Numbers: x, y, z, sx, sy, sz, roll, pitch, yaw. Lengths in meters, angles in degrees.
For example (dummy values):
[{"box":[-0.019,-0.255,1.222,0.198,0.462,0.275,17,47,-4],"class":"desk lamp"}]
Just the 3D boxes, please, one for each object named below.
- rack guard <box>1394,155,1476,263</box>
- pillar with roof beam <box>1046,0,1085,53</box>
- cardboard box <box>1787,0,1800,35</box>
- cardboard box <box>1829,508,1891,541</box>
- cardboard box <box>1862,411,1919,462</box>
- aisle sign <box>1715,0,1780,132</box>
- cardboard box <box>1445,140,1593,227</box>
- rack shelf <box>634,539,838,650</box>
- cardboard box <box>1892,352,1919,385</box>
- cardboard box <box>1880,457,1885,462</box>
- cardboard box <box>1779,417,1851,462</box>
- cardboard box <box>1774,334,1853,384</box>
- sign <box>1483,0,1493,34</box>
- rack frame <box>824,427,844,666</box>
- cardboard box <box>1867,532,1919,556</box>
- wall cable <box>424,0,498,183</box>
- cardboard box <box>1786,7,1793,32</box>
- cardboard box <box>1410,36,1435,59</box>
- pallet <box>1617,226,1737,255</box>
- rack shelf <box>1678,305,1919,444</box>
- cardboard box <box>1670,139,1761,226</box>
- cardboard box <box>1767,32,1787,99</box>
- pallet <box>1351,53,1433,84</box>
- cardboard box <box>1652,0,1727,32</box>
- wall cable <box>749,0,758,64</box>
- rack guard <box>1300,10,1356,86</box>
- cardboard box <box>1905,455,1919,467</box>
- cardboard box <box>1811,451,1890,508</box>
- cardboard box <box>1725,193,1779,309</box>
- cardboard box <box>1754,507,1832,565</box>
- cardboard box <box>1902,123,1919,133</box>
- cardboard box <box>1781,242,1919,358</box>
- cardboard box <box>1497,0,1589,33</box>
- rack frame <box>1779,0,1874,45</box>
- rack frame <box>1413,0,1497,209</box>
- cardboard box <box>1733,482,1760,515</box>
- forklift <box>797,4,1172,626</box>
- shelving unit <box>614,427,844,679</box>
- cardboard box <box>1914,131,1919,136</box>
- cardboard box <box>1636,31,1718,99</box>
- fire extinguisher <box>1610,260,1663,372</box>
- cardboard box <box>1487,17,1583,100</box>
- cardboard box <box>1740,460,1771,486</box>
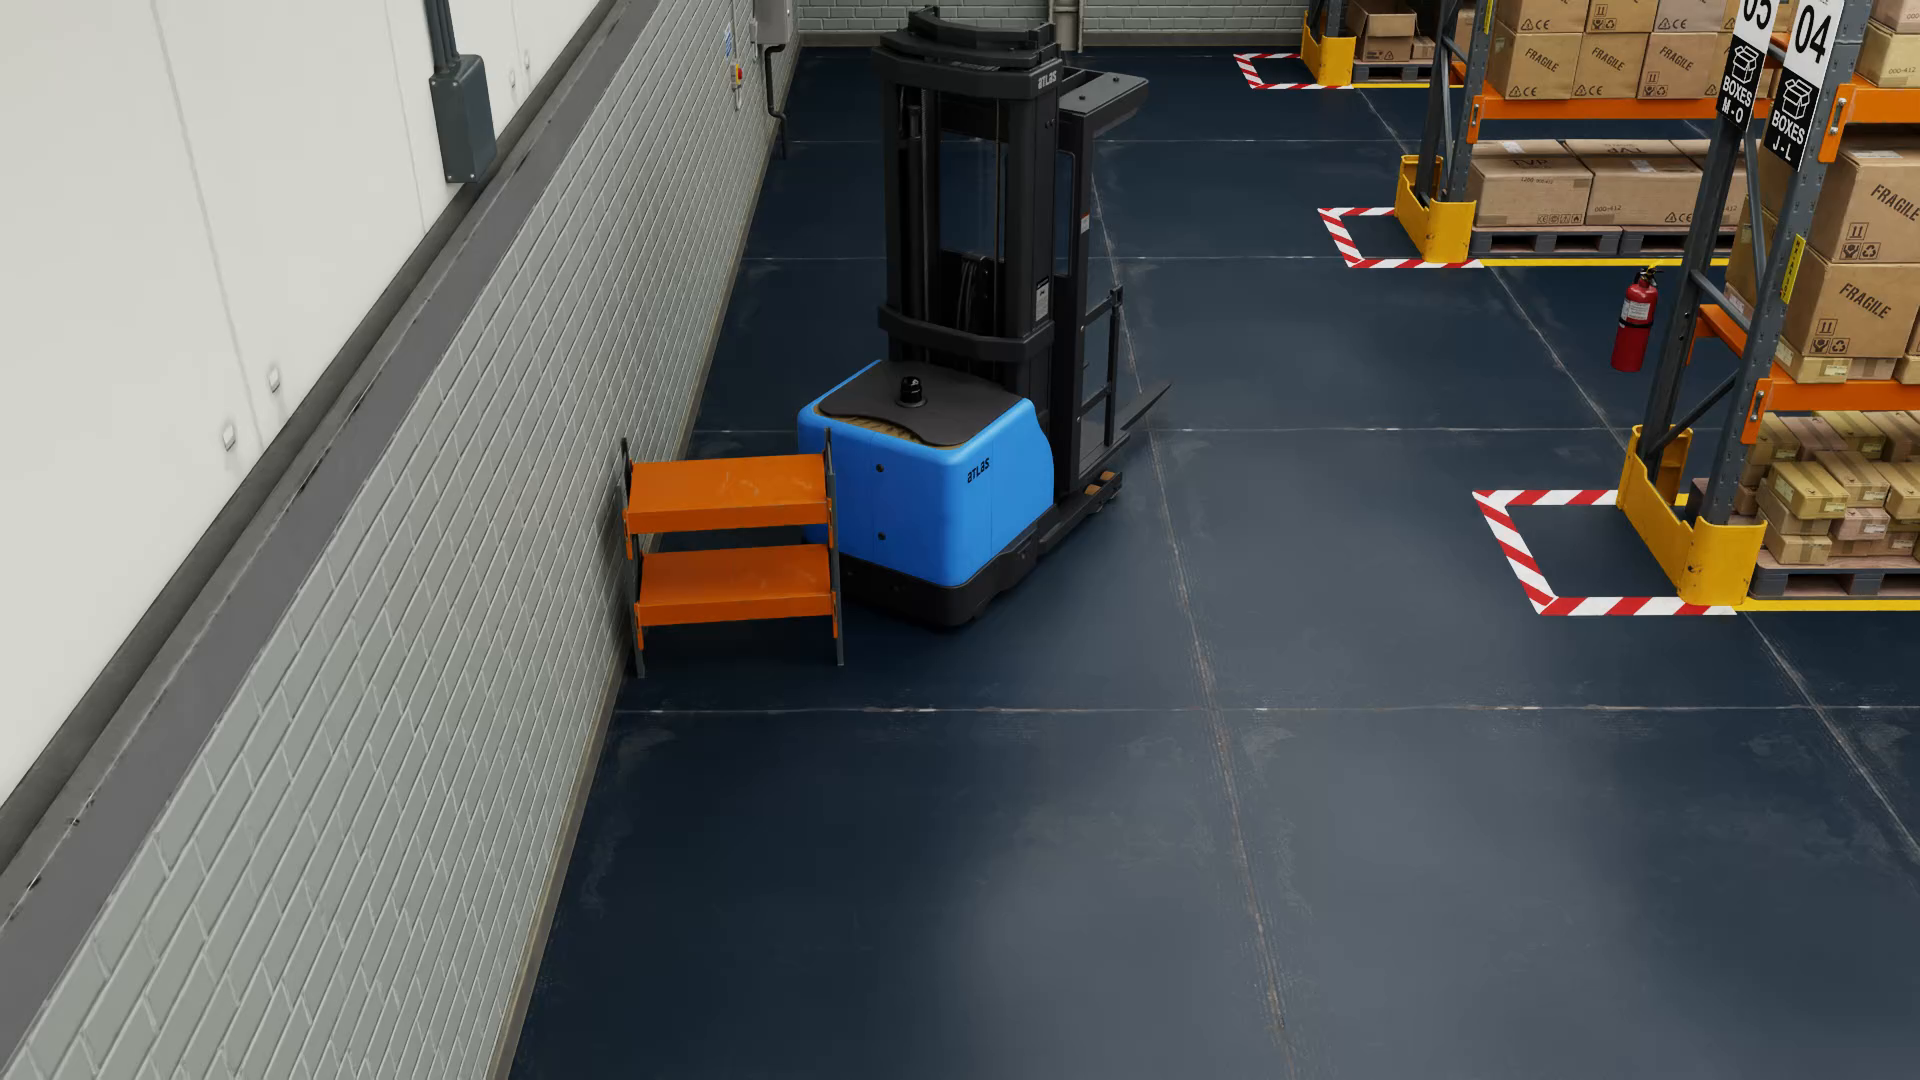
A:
[{"box":[3.886,-2.727,13.652,0.348,0.500,1.175,0,31,0],"class":"rack guard"},{"box":[1.200,-7.161,12.767,0.400,9.000,9.100,0,31,0],"class":"pillar with roof beam"},{"box":[4.494,-2.585,8.261,0.500,0.250,0.500,-1,31,-1],"class":"cardboard box"},{"box":[4.840,-0.156,9.062,0.250,0.149,0.380,0,31,-1],"class":"cardboard box"},{"box":[5.338,-0.582,9.477,0.250,0.149,0.380,-1,31,-2],"class":"cardboard box"},{"box":[3.966,-2.495,8.354,0.004,0.787,0.394,0,31,0],"class":"aisle sign"},{"box":[4.569,-2.934,13.648,0.875,0.438,0.875,-1,31,-2],"class":"cardboard box"},{"box":[-1.149,0.276,8.572,1.000,0.278,0.538,-3,31,-5],"class":"rack shelf"},{"box":[4.890,-0.947,8.551,0.250,0.149,0.380,-1,31,-2],"class":"cardboard box"},{"box":[5.356,-0.416,9.490,0.250,0.149,0.380,-1,31,-1],"class":"cardboard box"},{"box":[4.820,-0.548,9.420,0.250,0.149,0.380,0,31,1],"class":"cardboard box"},{"box":[4.366,-0.952,8.559,0.250,0.149,0.380,0,31,-1],"class":"cardboard box"},{"box":[3.907,-3.912,12.284,0.005,0.325,0.100,0,31,0],"class":"sign"},{"box":[-0.643,0.038,8.492,0.032,1.125,0.500,-3,31,-5],"class":"rack frame"},{"box":[5.076,-0.072,9.210,0.250,0.149,0.380,0,31,0],"class":"cardboard box"},{"box":[-1.706,-4.366,5.058,0.120,5.999,2.277,0,31,0],"class":"wall cable"},{"box":[6.423,-4.130,12.494,0.500,0.500,0.500,0,31,0],"class":"cardboard box"},{"box":[4.913,-5.265,17.769,0.250,0.149,0.380,-1,31,-2],"class":"cardboard box"},{"box":[5.926,-2.649,13.802,1.213,0.211,1.003,0,31,0],"class":"pallet"},{"box":[6.041,-0.927,8.969,4.000,0.370,1.077,0,31,0],"class":"rack shelf"},{"box":[6.386,-2.943,13.663,0.875,0.438,0.875,-1,31,-2],"class":"cardboard box"},{"box":[6.430,-3.703,12.755,0.500,0.500,0.500,-1,31,-1],"class":"cardboard box"},{"box":[4.749,-5.181,17.976,1.213,0.211,1.003,0,31,0],"class":"pallet"},{"box":[5.423,-4.131,12.495,0.500,0.500,0.500,0,31,-1],"class":"cardboard box"},{"box":[-1.749,-4.936,13.903,0.122,1.984,0.588,0,31,0],"class":"wall cable"},{"box":[3.952,-5.302,17.896,0.348,0.500,1.175,0,31,0],"class":"rack guard"},{"box":[5.342,-0.310,9.029,0.250,0.149,0.380,-2,31,-3],"class":"cardboard box"},{"box":[4.842,-0.332,9.065,0.250,0.149,0.380,0,31,1],"class":"cardboard box"},{"box":[4.488,-1.533,8.891,0.500,0.500,0.500,0,31,1],"class":"cardboard box"},{"box":[4.566,-0.025,9.132,0.250,0.149,0.380,0,31,1],"class":"cardboard box"},{"box":[5.003,-1.958,8.627,0.500,0.500,0.500,-1,31,-2],"class":"cardboard box"},{"box":[4.491,-1.256,8.435,0.500,0.500,0.500,1,31,2],"class":"cardboard box"},{"box":[4.391,-4.120,12.477,0.500,0.500,0.500,-1,31,-1],"class":"cardboard box"},{"box":[4.041,-3.793,7.216,0.127,3.000,1.000,0,31,0],"class":"rack frame"},{"box":[3.910,-3.796,13.003,0.127,3.000,1.000,0,31,0],"class":"rack frame"},{"box":[4.566,-0.299,9.584,0.250,0.149,0.380,0,31,1],"class":"cardboard box"},{"box":[0.323,-1.529,9.334,1.130,2.935,3.031,17,35,26],"class":"forklift"},{"box":[-1.149,0.067,8.445,1.048,1.125,0.538,-3,31,-5],"class":"shelving unit"},{"box":[4.996,-1.694,8.193,0.500,0.500,0.500,1,31,1],"class":"cardboard box"},{"box":[5.406,-3.699,12.748,0.500,0.500,0.500,0,31,-1],"class":"cardboard box"},{"box":[3.786,-1.274,9.282,0.183,0.674,0.296,0,31,0],"class":"fire extinguisher"},{"box":[4.391,-3.691,12.734,0.500,0.500,0.500,0,31,-1],"class":"cardboard box"},{"box":[4.567,-0.466,9.572,0.250,0.149,0.380,-1,31,-2],"class":"cardboard box"}]
